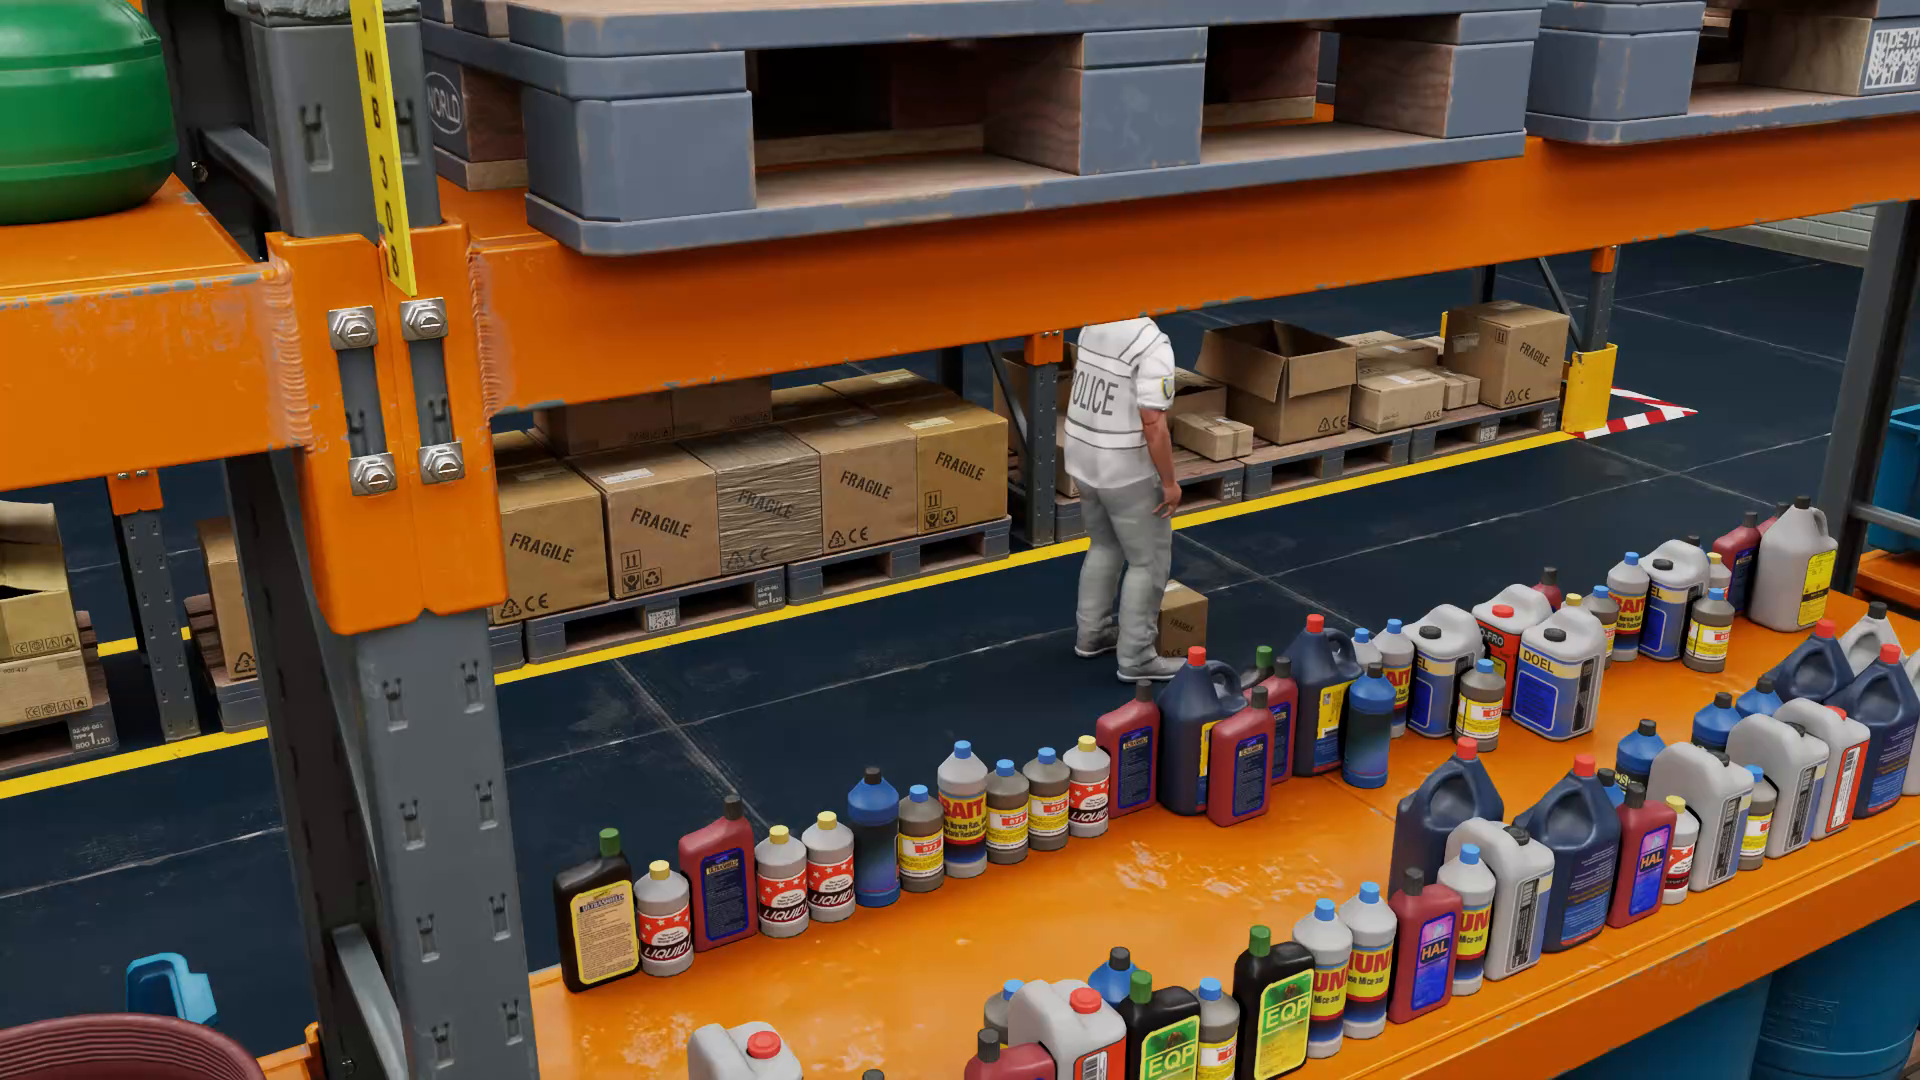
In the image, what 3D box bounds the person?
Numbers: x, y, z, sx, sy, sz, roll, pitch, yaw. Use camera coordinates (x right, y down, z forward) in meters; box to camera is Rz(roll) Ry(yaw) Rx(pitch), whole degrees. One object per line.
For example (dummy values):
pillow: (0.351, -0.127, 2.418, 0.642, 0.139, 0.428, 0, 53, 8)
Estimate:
person: (0.666, -0.294, 6.817, 0.432, 1.748, 0.585, -12, 25, -28)
